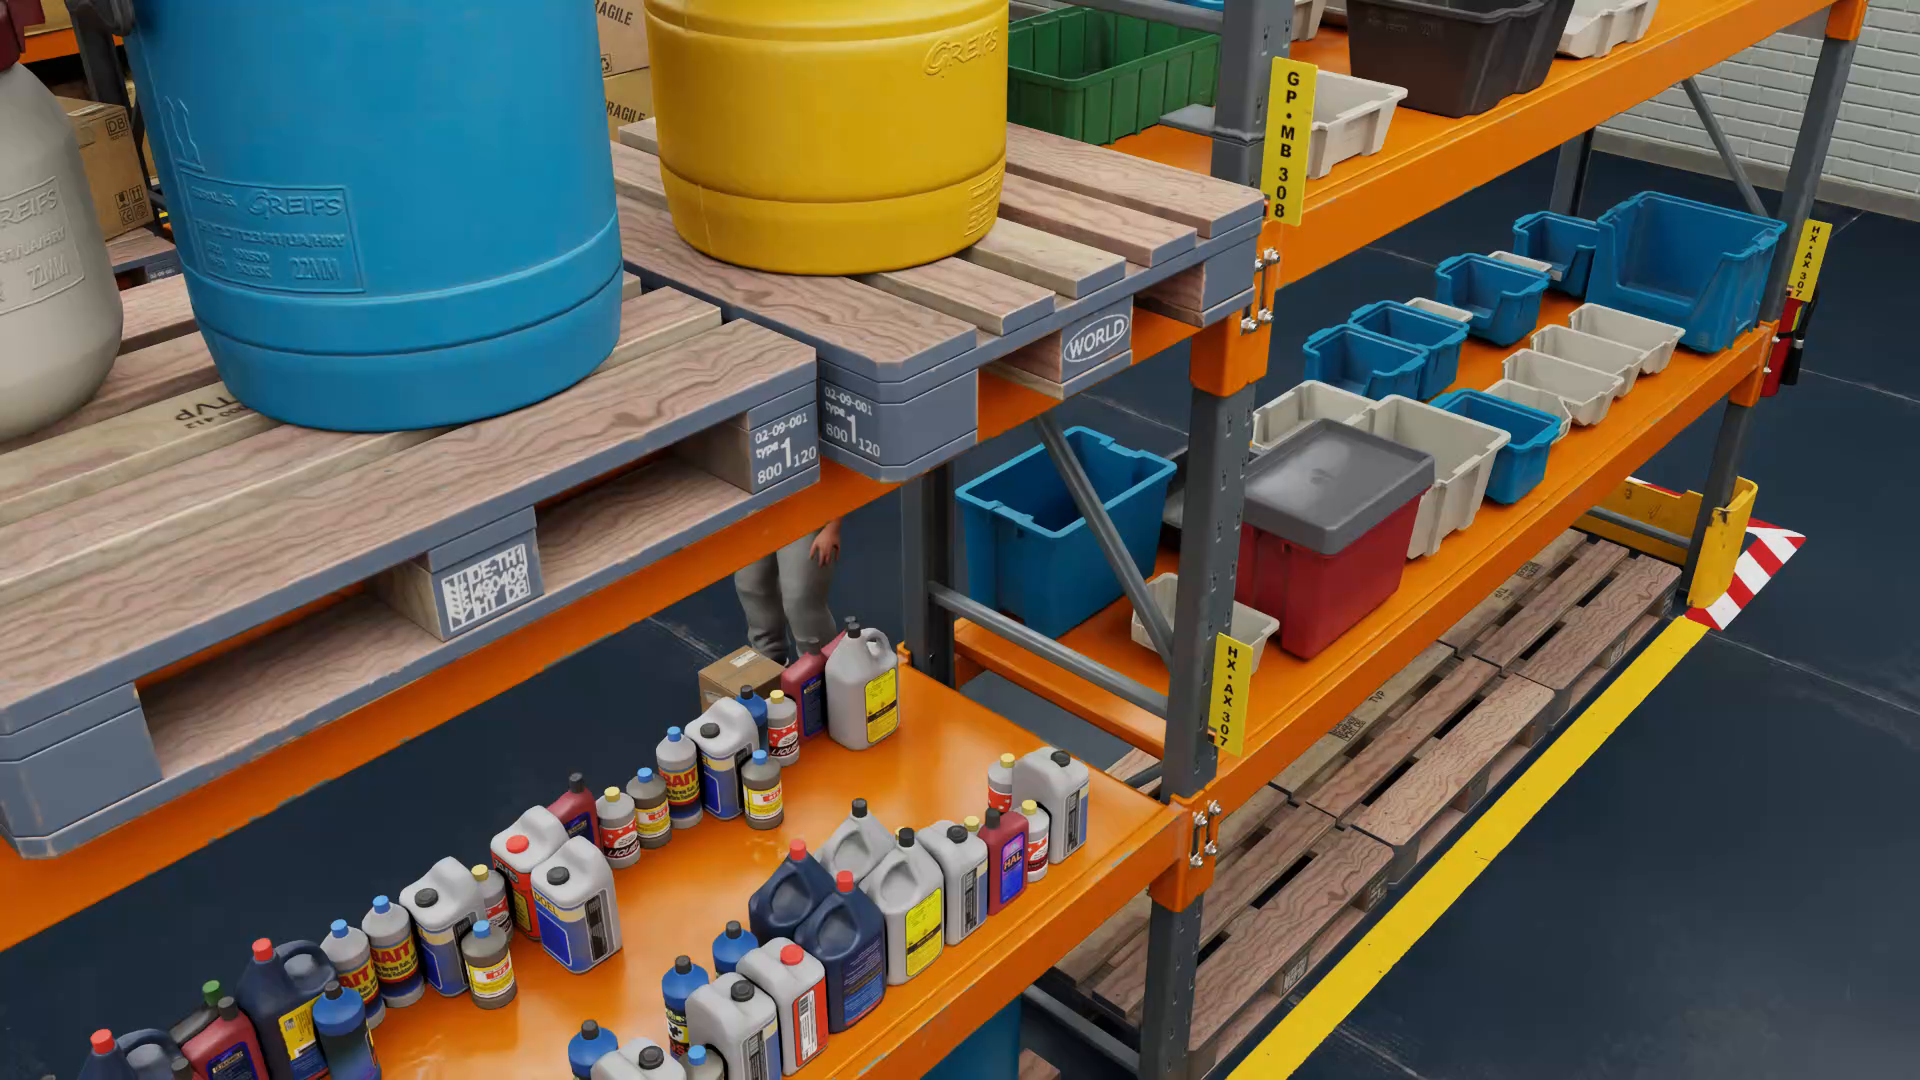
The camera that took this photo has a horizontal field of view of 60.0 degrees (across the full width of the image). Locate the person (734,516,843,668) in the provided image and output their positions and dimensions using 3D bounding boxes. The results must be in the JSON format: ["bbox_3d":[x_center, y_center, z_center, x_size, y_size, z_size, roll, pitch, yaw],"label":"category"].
[{"bbox_3d":[-0.663,-0.134,6.346,0.606,1.750,0.431,23,38,33],"label":"person"}]
